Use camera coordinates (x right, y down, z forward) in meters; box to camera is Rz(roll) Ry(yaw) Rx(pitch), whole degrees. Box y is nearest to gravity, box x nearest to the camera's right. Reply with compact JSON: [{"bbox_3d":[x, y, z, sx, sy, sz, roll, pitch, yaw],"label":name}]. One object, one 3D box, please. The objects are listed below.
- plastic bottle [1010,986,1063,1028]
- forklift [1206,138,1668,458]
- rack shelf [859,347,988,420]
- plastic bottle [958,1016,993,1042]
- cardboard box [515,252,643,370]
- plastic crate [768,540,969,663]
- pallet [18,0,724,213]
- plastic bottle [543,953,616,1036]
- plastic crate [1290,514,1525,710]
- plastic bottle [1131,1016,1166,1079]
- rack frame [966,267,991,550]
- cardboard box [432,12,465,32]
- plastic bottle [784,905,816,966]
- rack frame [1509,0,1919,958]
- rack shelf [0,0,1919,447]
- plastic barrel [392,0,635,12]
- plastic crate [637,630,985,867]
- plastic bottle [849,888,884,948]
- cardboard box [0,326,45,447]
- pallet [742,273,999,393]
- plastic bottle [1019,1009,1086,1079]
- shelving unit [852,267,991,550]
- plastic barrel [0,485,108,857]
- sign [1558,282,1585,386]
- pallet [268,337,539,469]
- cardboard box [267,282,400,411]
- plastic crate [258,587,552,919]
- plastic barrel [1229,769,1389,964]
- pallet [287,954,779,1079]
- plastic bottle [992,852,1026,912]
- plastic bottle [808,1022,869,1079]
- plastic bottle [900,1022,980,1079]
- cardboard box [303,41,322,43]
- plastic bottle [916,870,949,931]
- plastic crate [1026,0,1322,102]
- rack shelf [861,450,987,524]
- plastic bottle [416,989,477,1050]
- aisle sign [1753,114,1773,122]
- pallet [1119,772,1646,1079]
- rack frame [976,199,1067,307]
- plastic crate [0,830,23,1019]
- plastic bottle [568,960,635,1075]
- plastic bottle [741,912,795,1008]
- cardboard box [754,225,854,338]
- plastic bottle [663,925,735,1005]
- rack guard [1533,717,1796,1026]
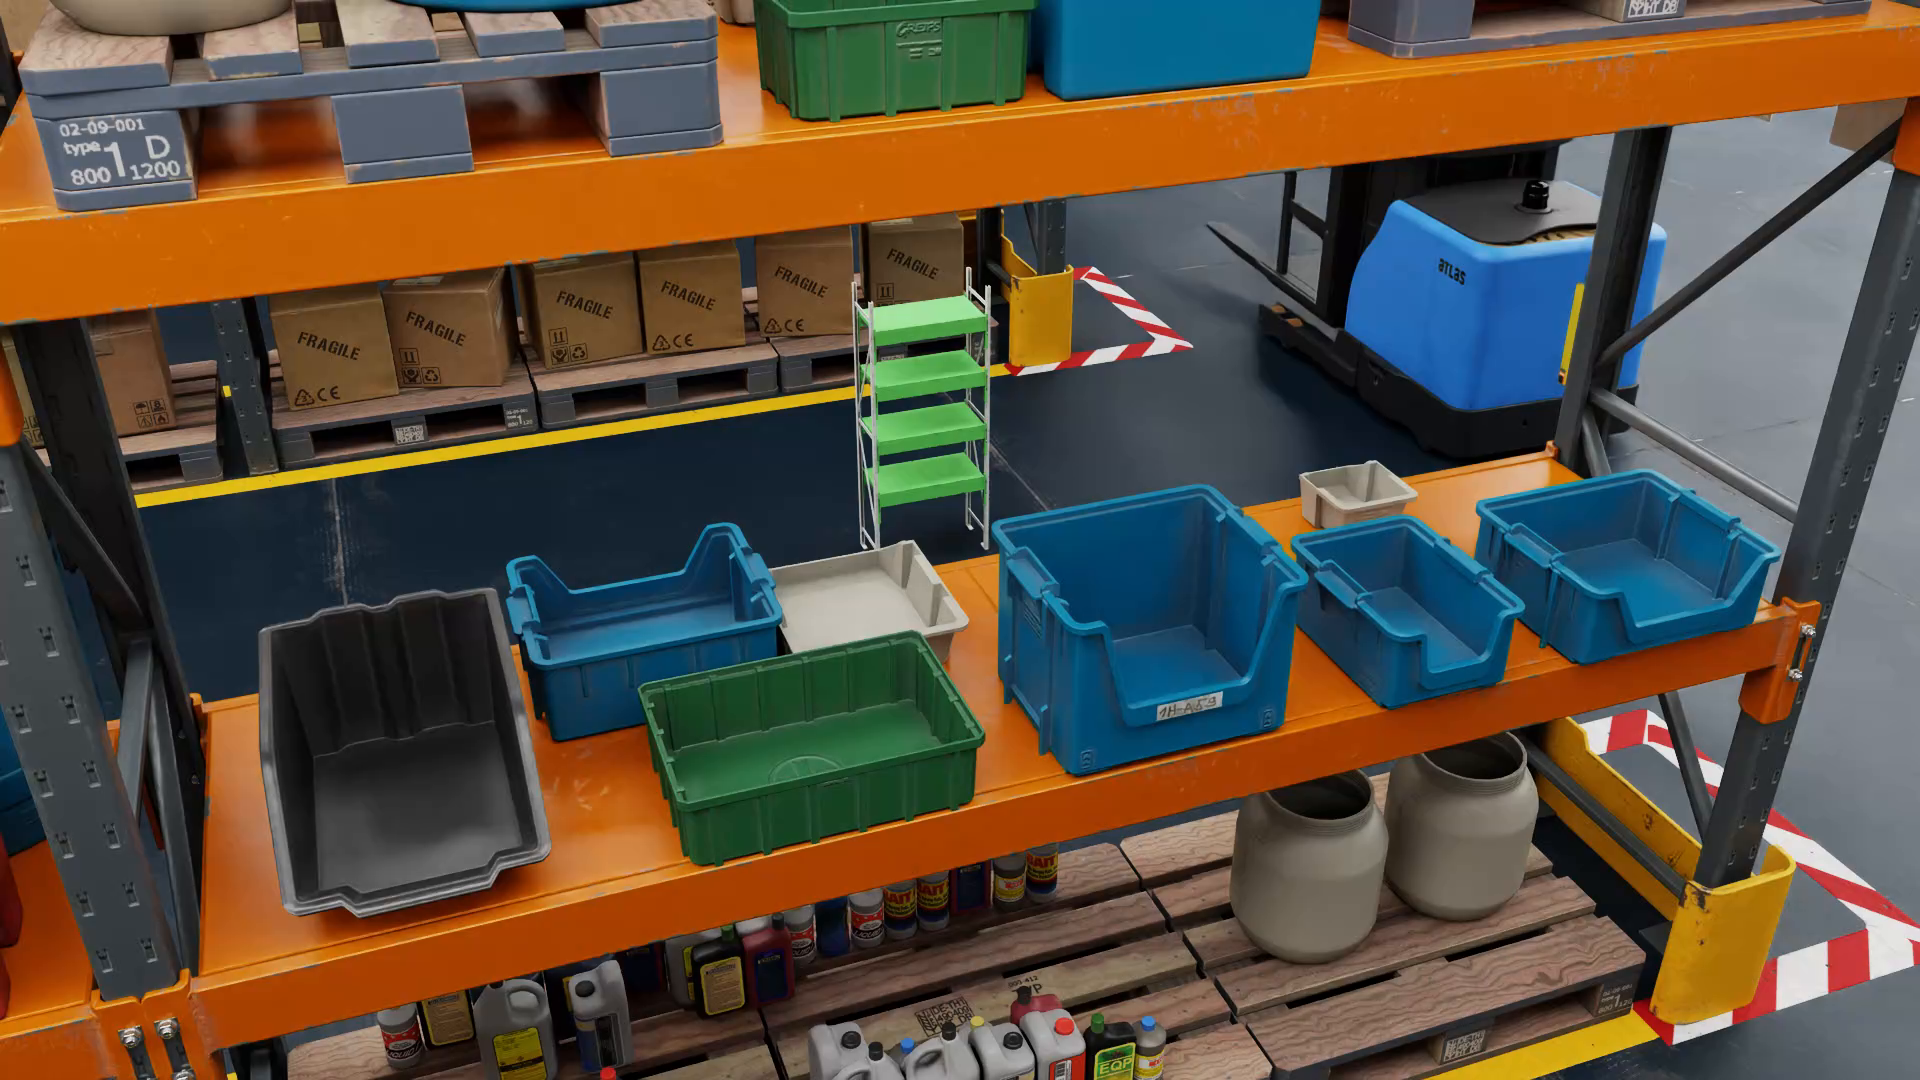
[{"bbox_3d":[0.197,1.261,4.306,0.133,0.283,0.061,-10,31,-18],"label":"plastic bottle"},{"bbox_3d":[2.309,-2.373,8.454,1.130,2.935,3.031,-9,31,-16],"label":"forklift"},{"bbox_3d":[-0.155,-0.646,6.816,0.480,0.148,0.258,-10,31,-18],"label":"rack shelf"},{"bbox_3d":[0.044,1.315,4.294,0.097,0.201,0.097,0,30,0],"label":"plastic bottle"},{"bbox_3d":[-1.949,-1.230,8.480,0.500,0.500,0.500,-13,32,-22],"label":"cardboard box"},{"bbox_3d":[-0.266,0.177,4.175,0.437,0.136,0.530,-10,31,-18],"label":"plastic crate"},{"bbox_3d":[-1.058,-0.931,3.014,1.003,0.211,1.213,-10,31,-18],"label":"pallet"},{"bbox_3d":[-1.017,1.142,4.446,0.185,0.351,0.144,-12,32,-20],"label":"plastic bottle"},{"bbox_3d":[1.074,0.169,4.073,0.408,0.251,0.499,-10,31,-18],"label":"plastic crate"},{"bbox_3d":[0.481,1.315,4.294,0.097,0.201,0.097,0,30,0],"label":"plastic bottle"},{"bbox_3d":[0.074,-0.535,6.977,0.015,1.200,0.240,-10,31,-18],"label":"rack frame"},{"bbox_3d":[-2.448,-2.491,7.181,0.500,0.500,0.500,-10,31,-18],"label":"cardboard box"},{"bbox_3d":[-0.459,1.092,4.685,0.097,0.201,0.097,0,30,0],"label":"plastic bottle"},{"bbox_3d":[2.049,-0.230,4.623,0.127,3.000,1.000,-10,31,-18],"label":"rack frame"},{"bbox_3d":[0.175,-0.875,3.453,4.000,0.370,1.077,-10,31,-18],"label":"rack shelf"},{"bbox_3d":[-0.730,-1.365,2.655,0.708,0.901,0.600,-10,31,-18],"label":"plastic barrel"},{"bbox_3d":[-0.329,0.449,3.645,0.662,0.188,0.450,-10,31,-18],"label":"plastic crate"},{"bbox_3d":[-0.267,1.057,4.748,0.097,0.201,0.097,0,30,0],"label":"plastic bottle"},{"bbox_3d":[-4.463,-0.773,7.657,0.500,0.500,0.700,-11,31,-18],"label":"cardboard box"},{"bbox_3d":[-0.523,-1.179,9.107,1.213,0.211,1.003,-10,31,-18],"label":"pallet"},{"bbox_3d":[0.235,1.314,4.221,0.135,0.276,0.152,-10,31,-17],"label":"plastic bottle"},{"bbox_3d":[-0.155,-0.493,6.903,0.503,1.200,0.258,-10,31,-18],"label":"shelving unit"},{"bbox_3d":[-2.167,0.169,3.417,0.708,0.901,0.600,-10,31,-18],"label":"plastic barrel"},{"bbox_3d":[1.861,-0.606,5.004,0.005,0.325,0.100,-10,31,-18],"label":"sign"},{"bbox_3d":[-2.810,-0.758,8.368,1.213,0.211,1.003,-10,31,-18],"label":"pallet"},{"bbox_3d":[-3.038,-0.984,8.048,0.500,0.500,0.500,-11,32,-19],"label":"cardboard box"},{"bbox_3d":[-1.165,0.456,3.482,0.504,0.338,0.767,-10,31,-18],"label":"plastic crate"},{"bbox_3d":[0.989,0.904,4.722,0.421,0.512,0.421,0,30,0],"label":"plastic barrel"},{"bbox_3d":[-1.056,1.575,4.271,1.213,0.211,1.003,-10,31,-18],"label":"pallet"},{"bbox_3d":[0.144,0.981,4.880,0.097,0.201,0.097,0,30,0],"label":"plastic bottle"},{"bbox_3d":[-0.298,1.336,4.183,0.135,0.276,0.152,-10,31,-18],"label":"plastic bottle"},{"bbox_3d":[-0.049,1.335,4.107,0.185,0.351,0.144,-9,31,-16],"label":"plastic bottle"},{"bbox_3d":[-2.983,-2.059,7.433,0.500,0.500,0.875,-10,31,-18],"label":"cardboard box"},{"bbox_3d":[-0.080,0.992,4.791,0.097,0.271,0.097,0,30,0],"label":"plastic bottle"},{"bbox_3d":[0.367,-1.057,3.062,0.575,0.384,0.392,-10,31,-18],"label":"plastic crate"},{"bbox_3d":[-0.155,-0.229,7.053,0.480,0.148,0.258,-10,31,-18],"label":"rack shelf"},{"bbox_3d":[-1.364,1.213,4.389,0.133,0.283,0.061,-9,31,-15],"label":"plastic bottle"},{"bbox_3d":[2.015,-1.508,4.240,0.004,0.787,0.394,-10,31,-18],"label":"aisle sign"},{"bbox_3d":[1.231,1.154,5.011,1.213,0.211,1.003,-10,31,-18],"label":"pallet"},{"bbox_3d":[0.322,-2.528,8.657,0.127,3.000,1.000,-10,31,-18],"label":"rack frame"},{"bbox_3d":[-2.047,0.658,3.000,0.583,0.464,0.402,-10,31,-18],"label":"plastic crate"},{"bbox_3d":[-0.942,1.239,4.352,0.135,0.276,0.152,-10,31,-18],"label":"plastic bottle"},{"bbox_3d":[-0.523,1.139,4.520,0.133,0.283,0.061,-10,31,-18],"label":"plastic bottle"},{"bbox_3d":[-0.817,-1.405,8.787,0.500,0.500,0.500,-3,30,-5],"label":"cardboard box"},{"bbox_3d":[-0.714,1.087,4.544,0.185,0.351,0.144,-11,31,-18],"label":"plastic bottle"},{"bbox_3d":[1.994,0.891,5.181,0.348,0.500,1.175,-10,31,-18],"label":"rack guard"}]
